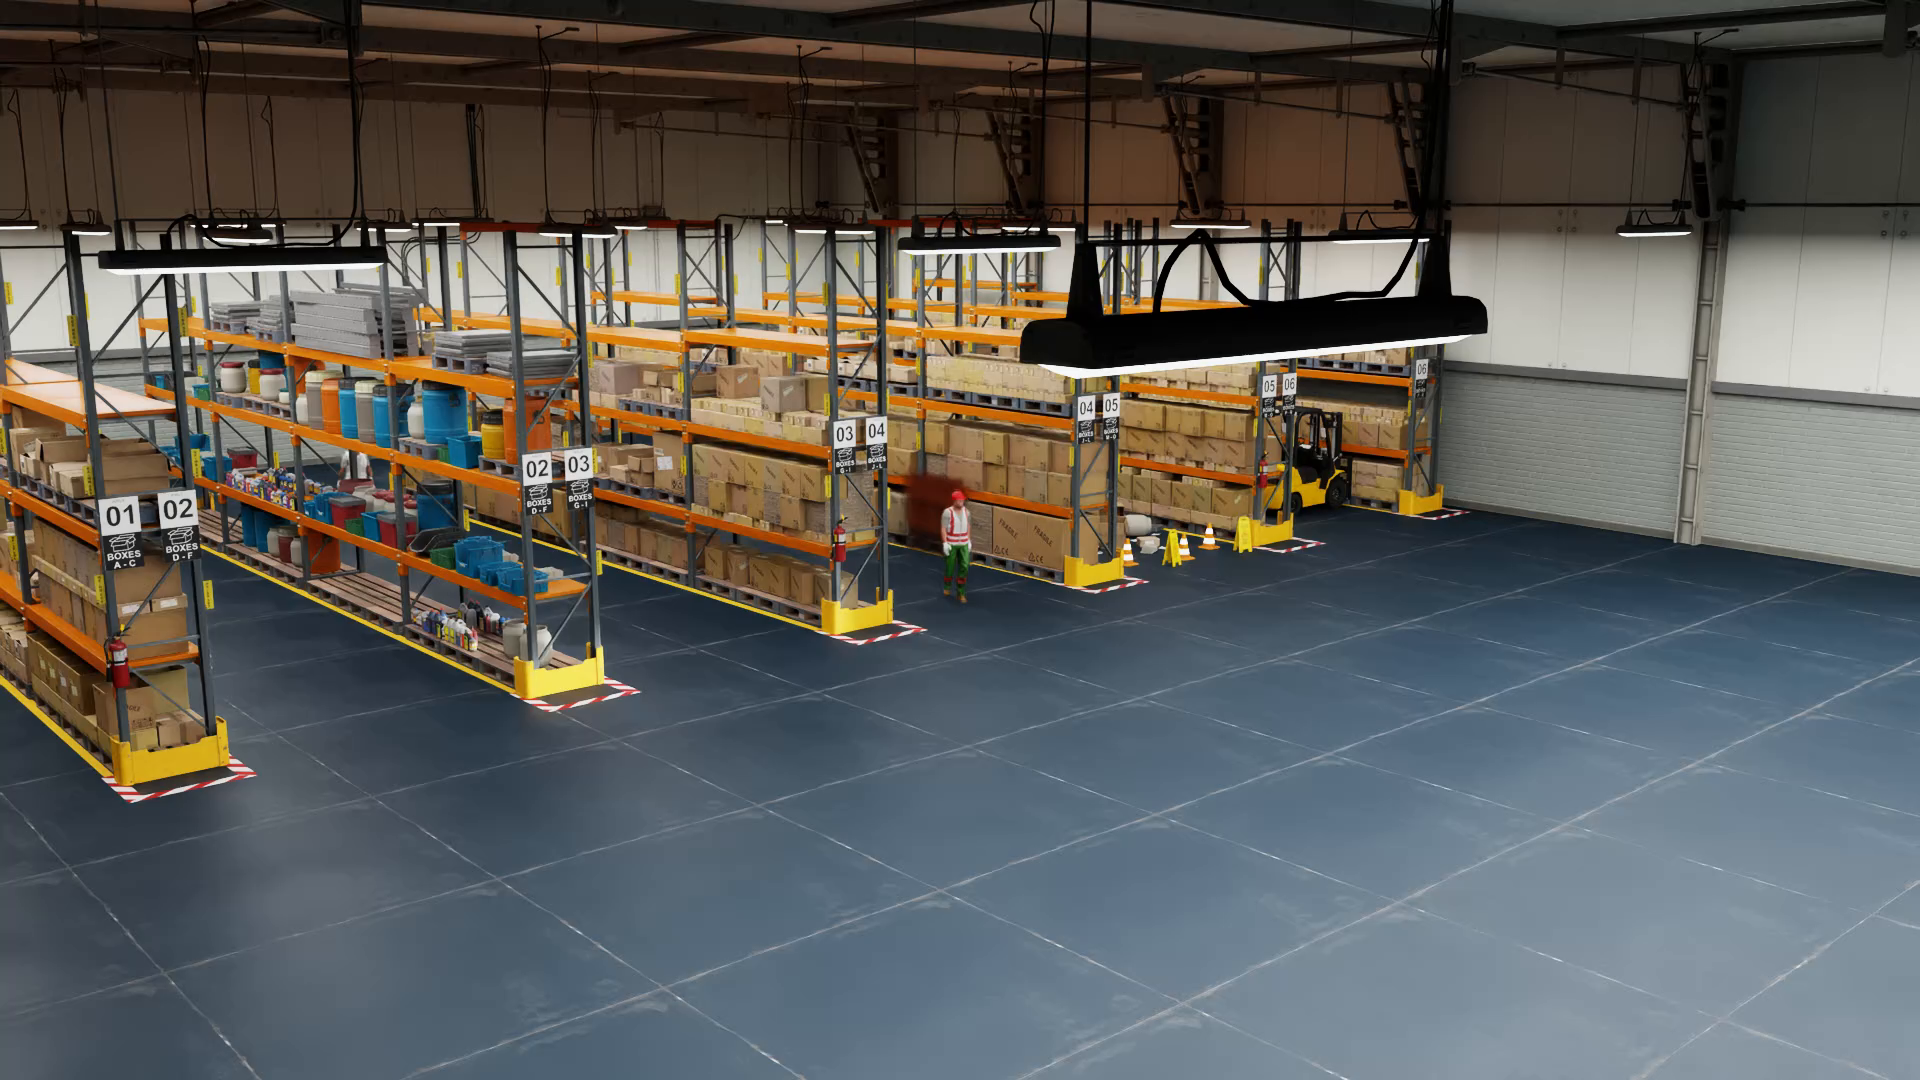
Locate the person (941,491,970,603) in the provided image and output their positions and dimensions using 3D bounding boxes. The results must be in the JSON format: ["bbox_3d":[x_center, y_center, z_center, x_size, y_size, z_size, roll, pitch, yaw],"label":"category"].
[{"bbox_3d":[-0.054,0.103,26.986,0.639,1.800,0.723,-7,14,-32],"label":"person"}]

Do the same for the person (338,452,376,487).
[{"bbox_3d":[-11.980,-1.154,33.124,1.104,1.719,0.637,11,16,43],"label":"person"}]
